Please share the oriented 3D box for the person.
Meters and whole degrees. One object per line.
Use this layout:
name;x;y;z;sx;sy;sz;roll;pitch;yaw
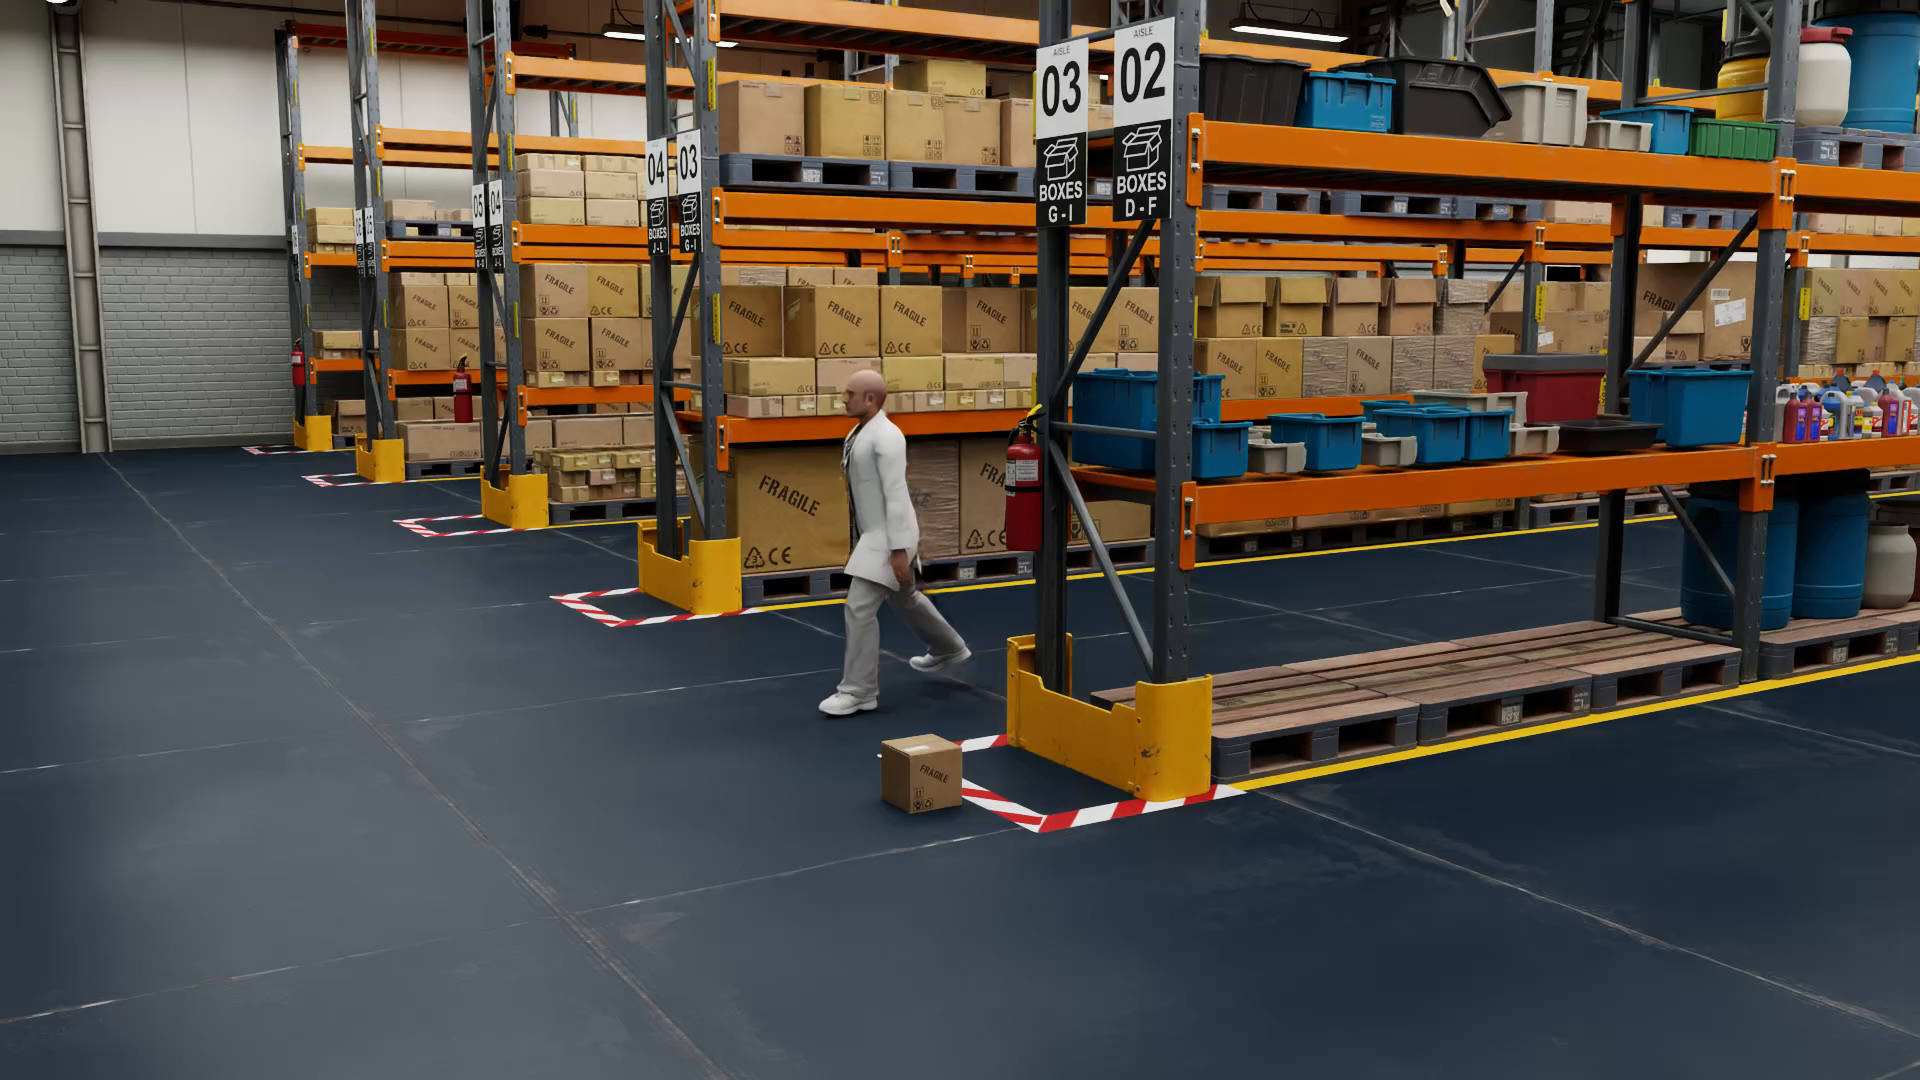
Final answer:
person;-0.338;-0.022;8.627;0.957;1.727;0.840;-3;8;-18
